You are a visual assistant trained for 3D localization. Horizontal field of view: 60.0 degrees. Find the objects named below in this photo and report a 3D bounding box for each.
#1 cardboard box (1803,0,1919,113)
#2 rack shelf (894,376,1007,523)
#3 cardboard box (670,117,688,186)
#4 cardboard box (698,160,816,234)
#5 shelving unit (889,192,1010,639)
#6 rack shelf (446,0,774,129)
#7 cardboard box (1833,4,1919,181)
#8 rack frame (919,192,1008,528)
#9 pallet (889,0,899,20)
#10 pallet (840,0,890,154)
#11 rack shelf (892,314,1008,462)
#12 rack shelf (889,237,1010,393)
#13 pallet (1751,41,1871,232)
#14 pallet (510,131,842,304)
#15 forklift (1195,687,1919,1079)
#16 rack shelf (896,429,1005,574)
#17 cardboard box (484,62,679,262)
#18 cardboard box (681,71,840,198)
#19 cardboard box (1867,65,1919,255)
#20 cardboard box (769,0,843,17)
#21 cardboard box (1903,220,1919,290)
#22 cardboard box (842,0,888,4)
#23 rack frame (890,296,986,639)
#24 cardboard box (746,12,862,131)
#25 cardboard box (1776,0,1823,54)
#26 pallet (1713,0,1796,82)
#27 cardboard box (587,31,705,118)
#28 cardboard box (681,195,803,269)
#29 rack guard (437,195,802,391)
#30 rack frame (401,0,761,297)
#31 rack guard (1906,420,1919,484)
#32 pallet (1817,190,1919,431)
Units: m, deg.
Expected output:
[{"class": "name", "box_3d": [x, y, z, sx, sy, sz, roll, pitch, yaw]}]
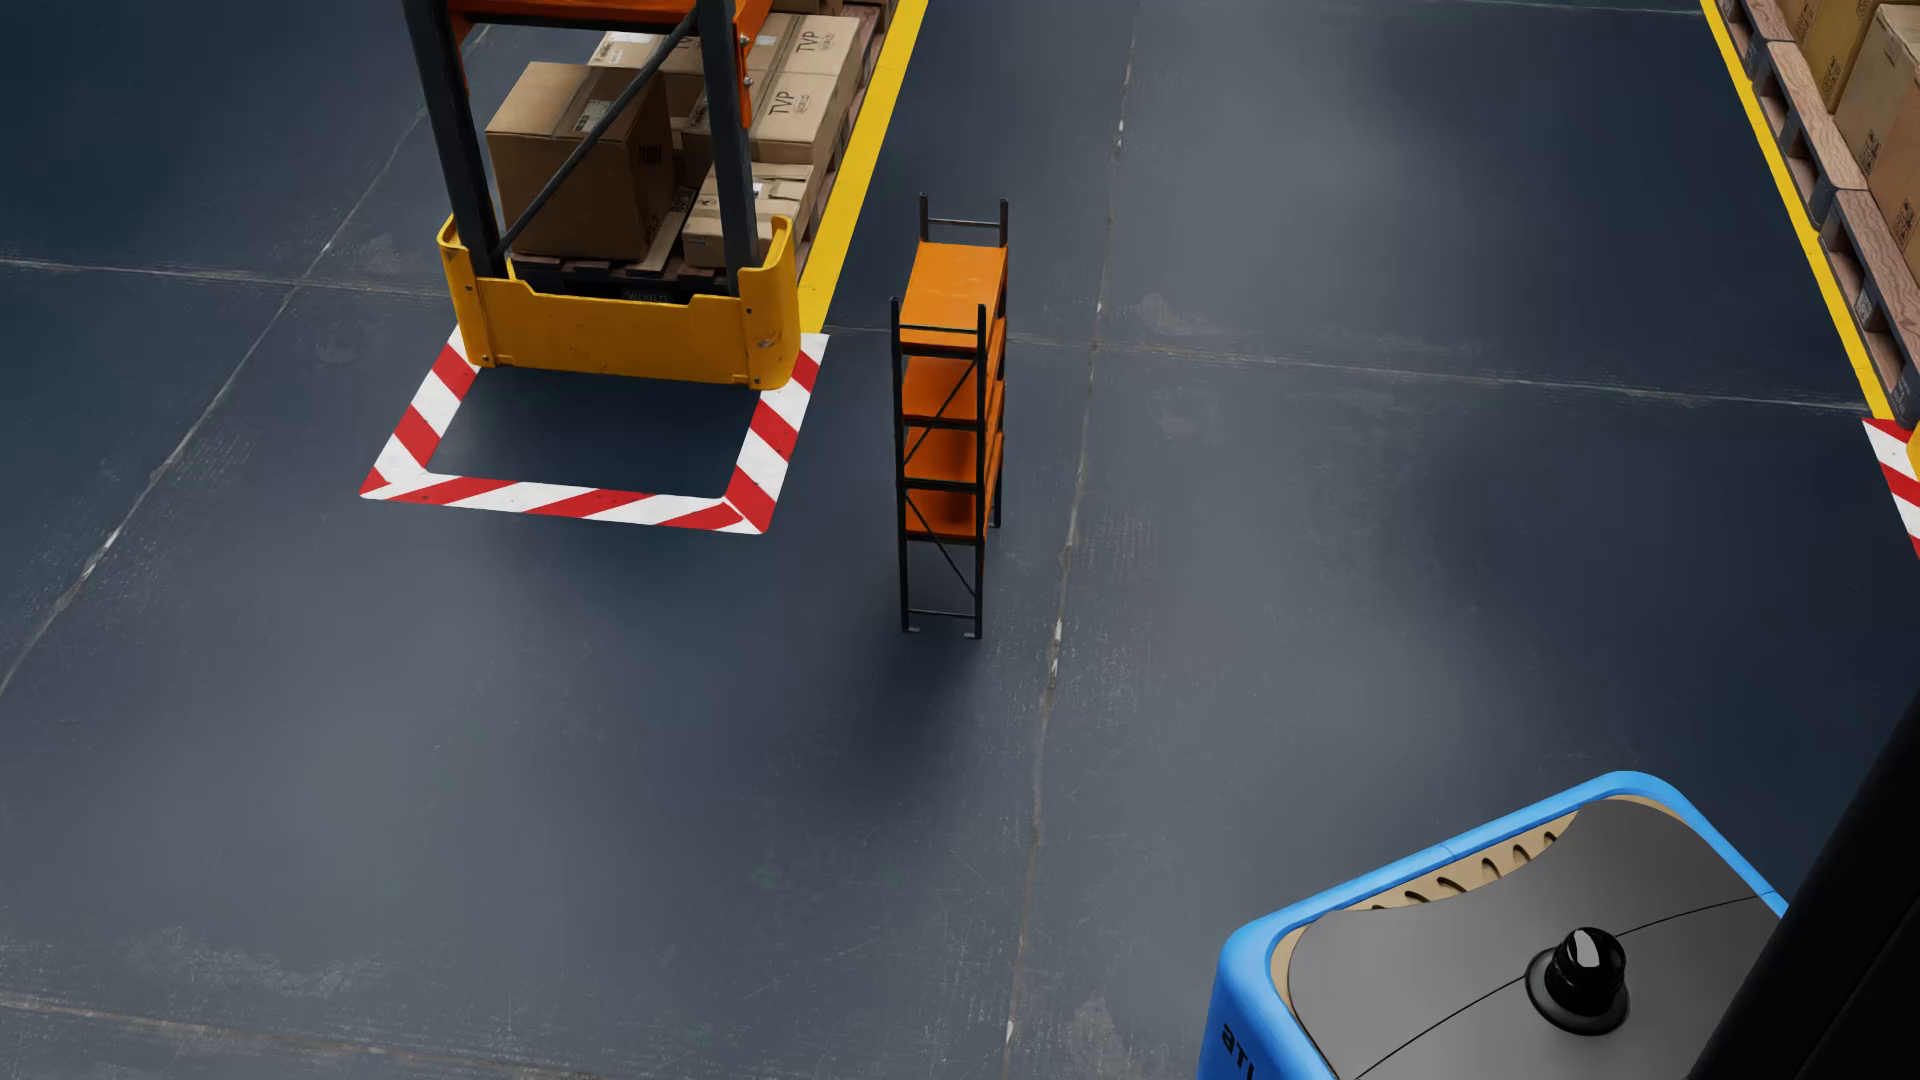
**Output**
[{"class": "cardboard box", "box_3d": [3.923, -2.054, 6.751, 0.700, 0.500, 0.500, 6, 44, 6]}, {"class": "rack shelf", "box_3d": [-0.022, -0.274, 4.765, 0.258, 0.148, 0.480, 5, 44, 6]}, {"class": "cardboard box", "box_3d": [-1.206, -1.515, 6.409, 0.380, 0.166, 0.250, 5, 44, 6]}, {"class": "cardboard box", "box_3d": [-0.747, -1.279, 6.160, 0.380, 0.166, 0.250, 5, 44, 6]}, {"class": "shelving unit", "box_3d": [-0.022, -0.323, 4.718, 0.258, 1.200, 0.503, 5, 44, 6]}, {"class": "rack shelf", "box_3d": [-0.912, -2.825, 6.575, 1.077, 0.370, 4.000, 5, 44, 6]}, {"class": "cardboard box", "box_3d": [3.860, -1.690, 6.366, 0.700, 0.500, 0.500, 4, 44, 4]}, {"class": "rack frame", "box_3d": [0.010, -0.489, 4.894, 0.240, 1.200, 0.015, 5, 44, 6]}, {"class": "pallet", "box_3d": [-0.739, -2.969, 8.232, 1.003, 0.211, 1.213, 5, 44, 6]}, {"class": "pallet", "box_3d": [-0.898, -2.135, 7.351, 1.003, 0.211, 1.213, 5, 44, 6]}, {"class": "rack shelf", "box_3d": [-0.022, -0.436, 4.611, 0.258, 0.148, 0.480, 5, 44, 6]}, {"class": "rack shelf", "box_3d": [-0.022, -0.608, 4.448, 0.258, 0.148, 0.480, 5, 44, 6]}, {"class": "pallet", "box_3d": [3.926, -1.644, 6.833, 1.003, 0.211, 1.213, 5, 44, 6]}, {"class": "pallet", "box_3d": [-1.062, -1.306, 6.476, 1.003, 0.211, 1.213, 5, 44, 6]}, {"class": "forklift", "box_3d": [1.517, 1.204, 1.847, 1.130, 2.935, 3.031, -18, 46, -18]}, {"class": "rack shelf", "box_3d": [-0.022, -0.130, 4.901, 0.258, 0.148, 0.480, 5, 44, 6]}, {"class": "cardboard box", "box_3d": [-1.349, -1.368, 6.011, 0.500, 0.500, 0.500, 5, 44, 6]}, {"class": "cardboard box", "box_3d": [-0.757, -1.570, 6.406, 0.500, 0.250, 0.500, 5, 44, 6]}, {"class": "cardboard box", "box_3d": [3.794, -1.347, 6.004, 0.700, 0.500, 0.500, 5, 44, 5]}, {"class": "cardboard box", "box_3d": [-0.891, -2.422, 7.122, 0.797, 0.503, 0.637, 5, 44, 6]}, {"class": "cardboard box", "box_3d": [3.728, -1.006, 5.644, 0.700, 0.500, 0.500, 5, 44, 6]}, {"class": "cardboard box", "box_3d": [-0.541, -2.708, 7.563, 0.500, 0.311, 0.500, 5, 44, 6]}, {"class": "rack frame", "box_3d": [-0.054, -0.157, 4.543, 0.240, 1.200, 0.015, 5, 44, 6]}, {"class": "cardboard box", "box_3d": [-0.691, -1.911, 6.766, 0.500, 0.250, 0.500, 5, 44, 6]}, {"class": "cardboard box", "box_3d": [3.993, -2.404, 7.120, 0.700, 0.500, 0.500, 5, 44, 5]}, {"class": "pallet", "box_3d": [4.085, -2.478, 7.713, 1.003, 0.211, 1.213, 5, 44, 6]}, {"class": "cardboard box", "box_3d": [-1.193, -1.922, 6.778, 0.500, 0.250, 0.500, 5, 44, 6]}, {"class": "cardboard box", "box_3d": [-0.780, -1.102, 5.986, 0.380, 0.149, 0.250, 5, 44, 6]}, {"class": "rack guard", "box_3d": [-1.166, -0.867, 5.802, 1.175, 0.500, 0.348, 5, 44, 6]}, {"class": "rack frame", "box_3d": [-1.176, -1.723, 4.888, 1.000, 3.000, 0.127, 5, 44, 6]}, {"class": "rack guard", "box_3d": [3.731, -0.351, 5.258, 1.175, 0.500, 0.348, 5, 44, 6]}, {"class": "pallet", "box_3d": [3.762, -0.815, 5.957, 1.003, 0.211, 1.213, 5, 44, 6]}]
